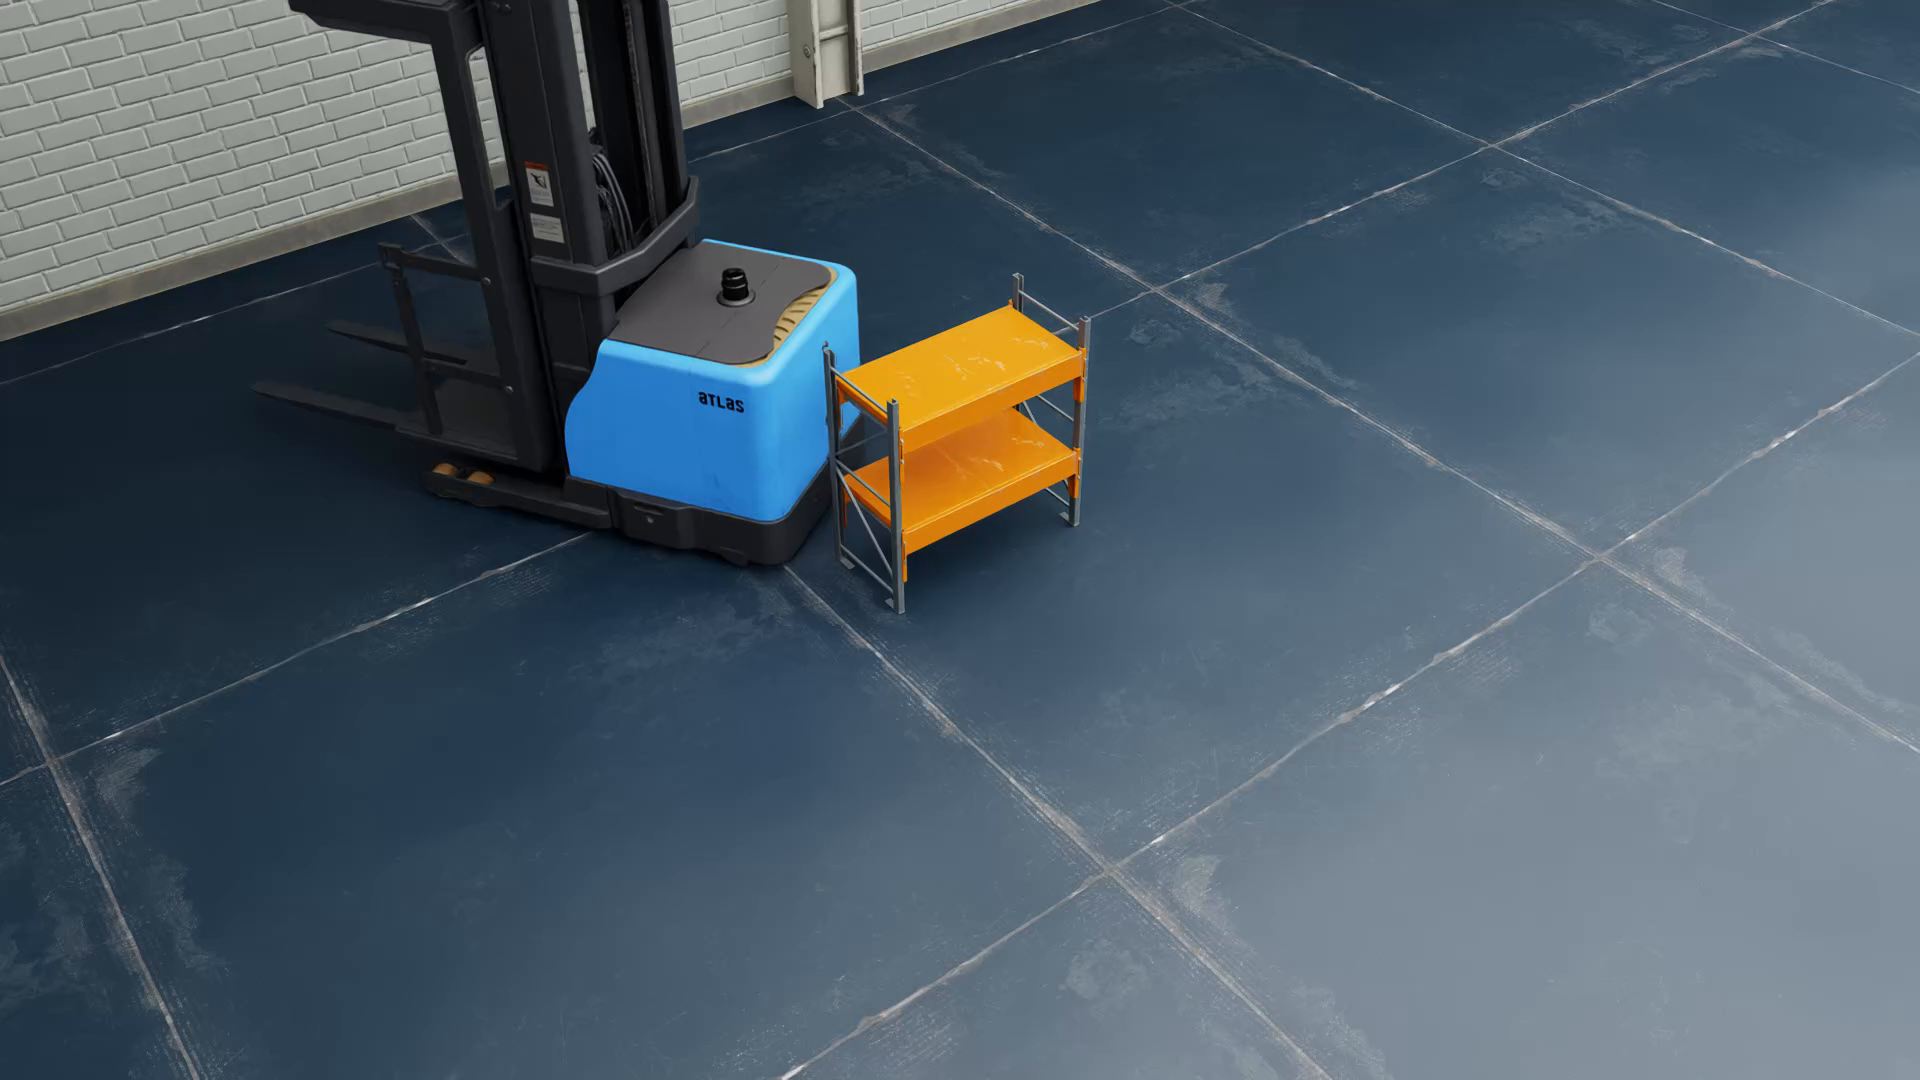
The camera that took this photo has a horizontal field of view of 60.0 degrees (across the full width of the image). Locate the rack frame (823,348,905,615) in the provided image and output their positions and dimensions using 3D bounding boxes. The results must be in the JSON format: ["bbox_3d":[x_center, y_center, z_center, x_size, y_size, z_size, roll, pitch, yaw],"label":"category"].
[{"bbox_3d":[-0.408,-0.236,7.151,0.032,1.125,0.500,-26,46,-28],"label":"rack frame"}]

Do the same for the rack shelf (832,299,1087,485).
[{"bbox_3d":[-0.005,-0.659,7.204,1.000,0.278,0.538,-26,46,-28],"label":"rack shelf"}]

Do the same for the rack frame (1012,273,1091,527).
[{"bbox_3d":[0.398,-0.629,7.630,0.032,1.125,0.500,-26,46,-28],"label":"rack frame"}]

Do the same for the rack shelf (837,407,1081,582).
[{"bbox_3d":[-0.005,-0.243,7.545,1.000,0.278,0.538,-26,46,-28],"label":"rack shelf"}]

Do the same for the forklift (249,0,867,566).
[{"bbox_3d":[-2.031,-1.591,7.378,3.031,2.935,1.130,13,41,16],"label":"forklift"}]

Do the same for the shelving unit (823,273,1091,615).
[{"bbox_3d":[-0.005,-0.432,7.390,1.048,1.125,0.538,-26,46,-28],"label":"shelving unit"}]

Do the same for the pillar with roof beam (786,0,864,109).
[{"bbox_3d":[1.712,-4.406,6.026,0.400,9.000,9.100,-26,46,-28],"label":"pillar with roof beam"}]
